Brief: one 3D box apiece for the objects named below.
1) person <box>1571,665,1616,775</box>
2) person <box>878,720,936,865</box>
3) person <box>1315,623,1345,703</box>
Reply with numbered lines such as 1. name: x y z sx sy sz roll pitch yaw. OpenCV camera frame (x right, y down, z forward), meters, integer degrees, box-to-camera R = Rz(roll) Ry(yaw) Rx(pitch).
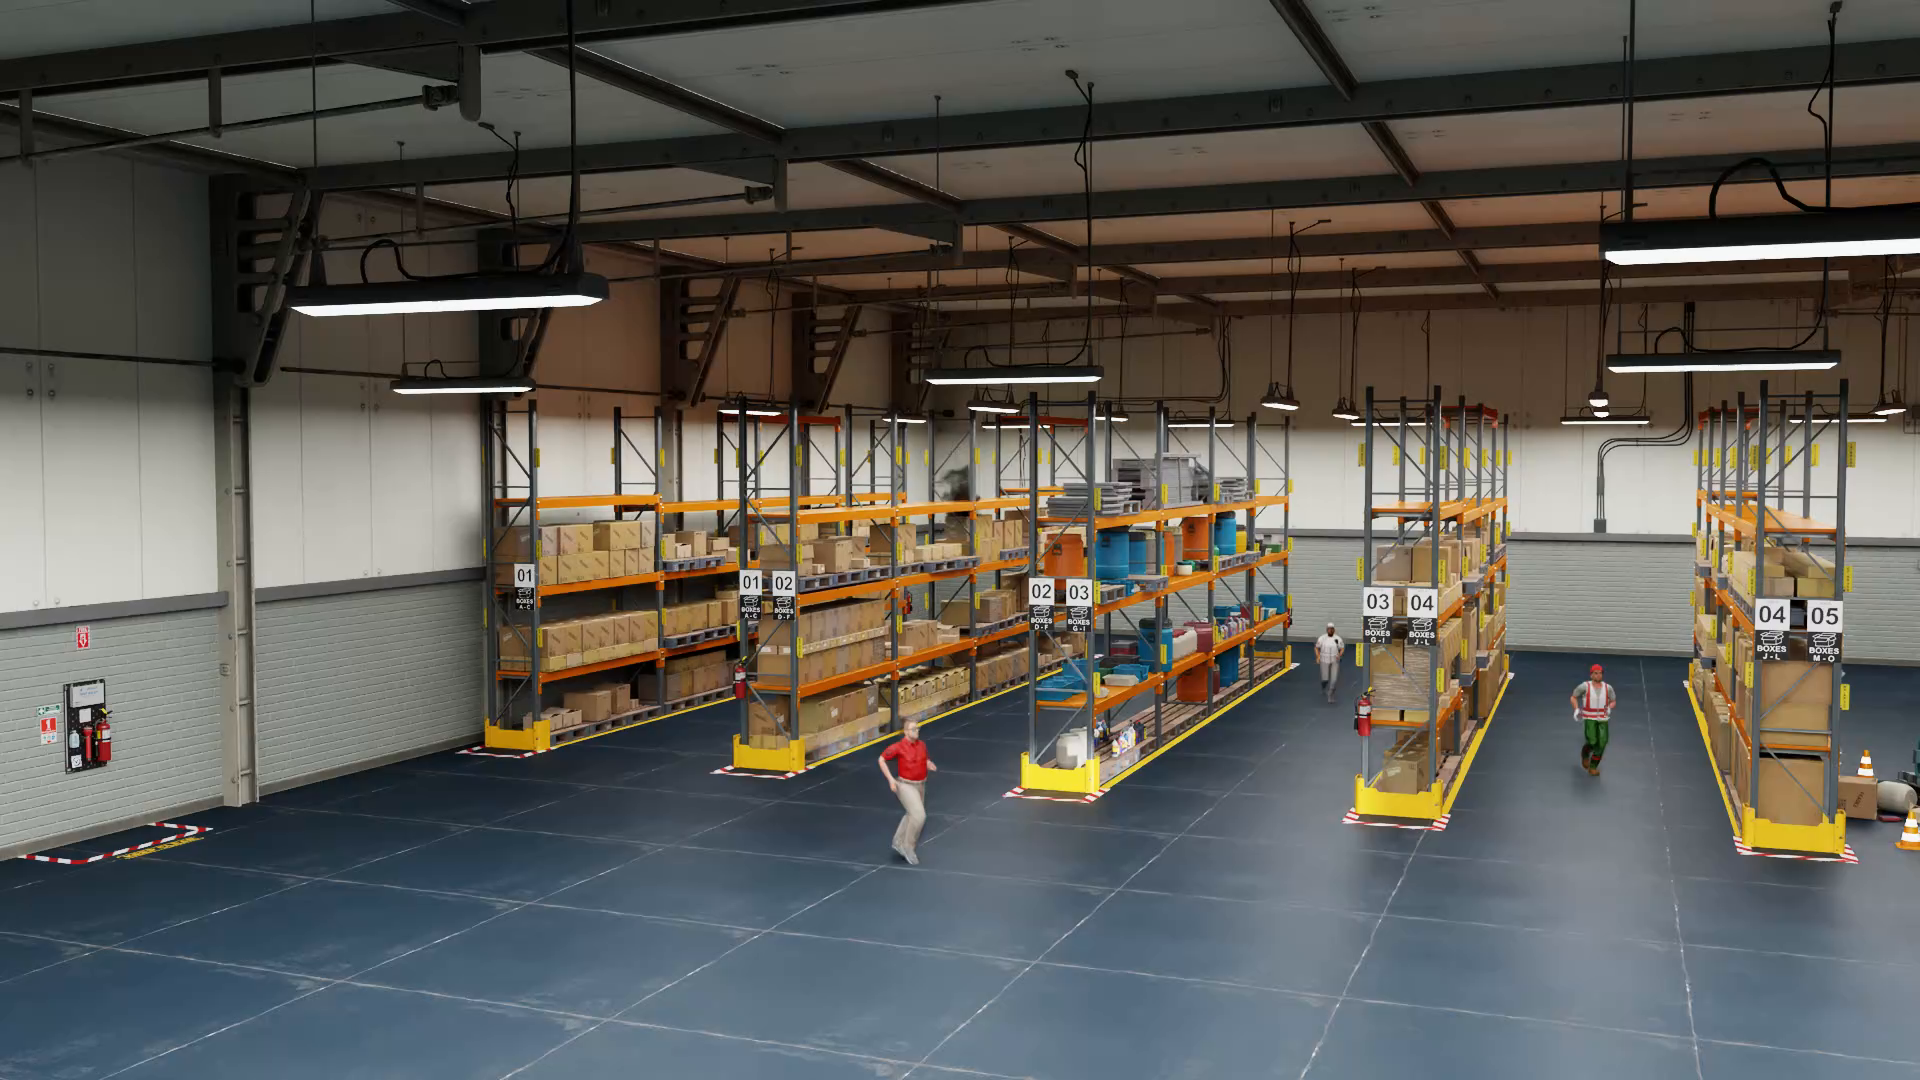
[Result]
1. person: 10.003 2.834 26.139 0.650 1.740 0.577 0 3 5
2. person: -0.598 3.135 20.652 0.751 1.784 0.632 2 4 37
3. person: 7.591 2.519 34.115 0.607 1.627 0.499 0 3 9
